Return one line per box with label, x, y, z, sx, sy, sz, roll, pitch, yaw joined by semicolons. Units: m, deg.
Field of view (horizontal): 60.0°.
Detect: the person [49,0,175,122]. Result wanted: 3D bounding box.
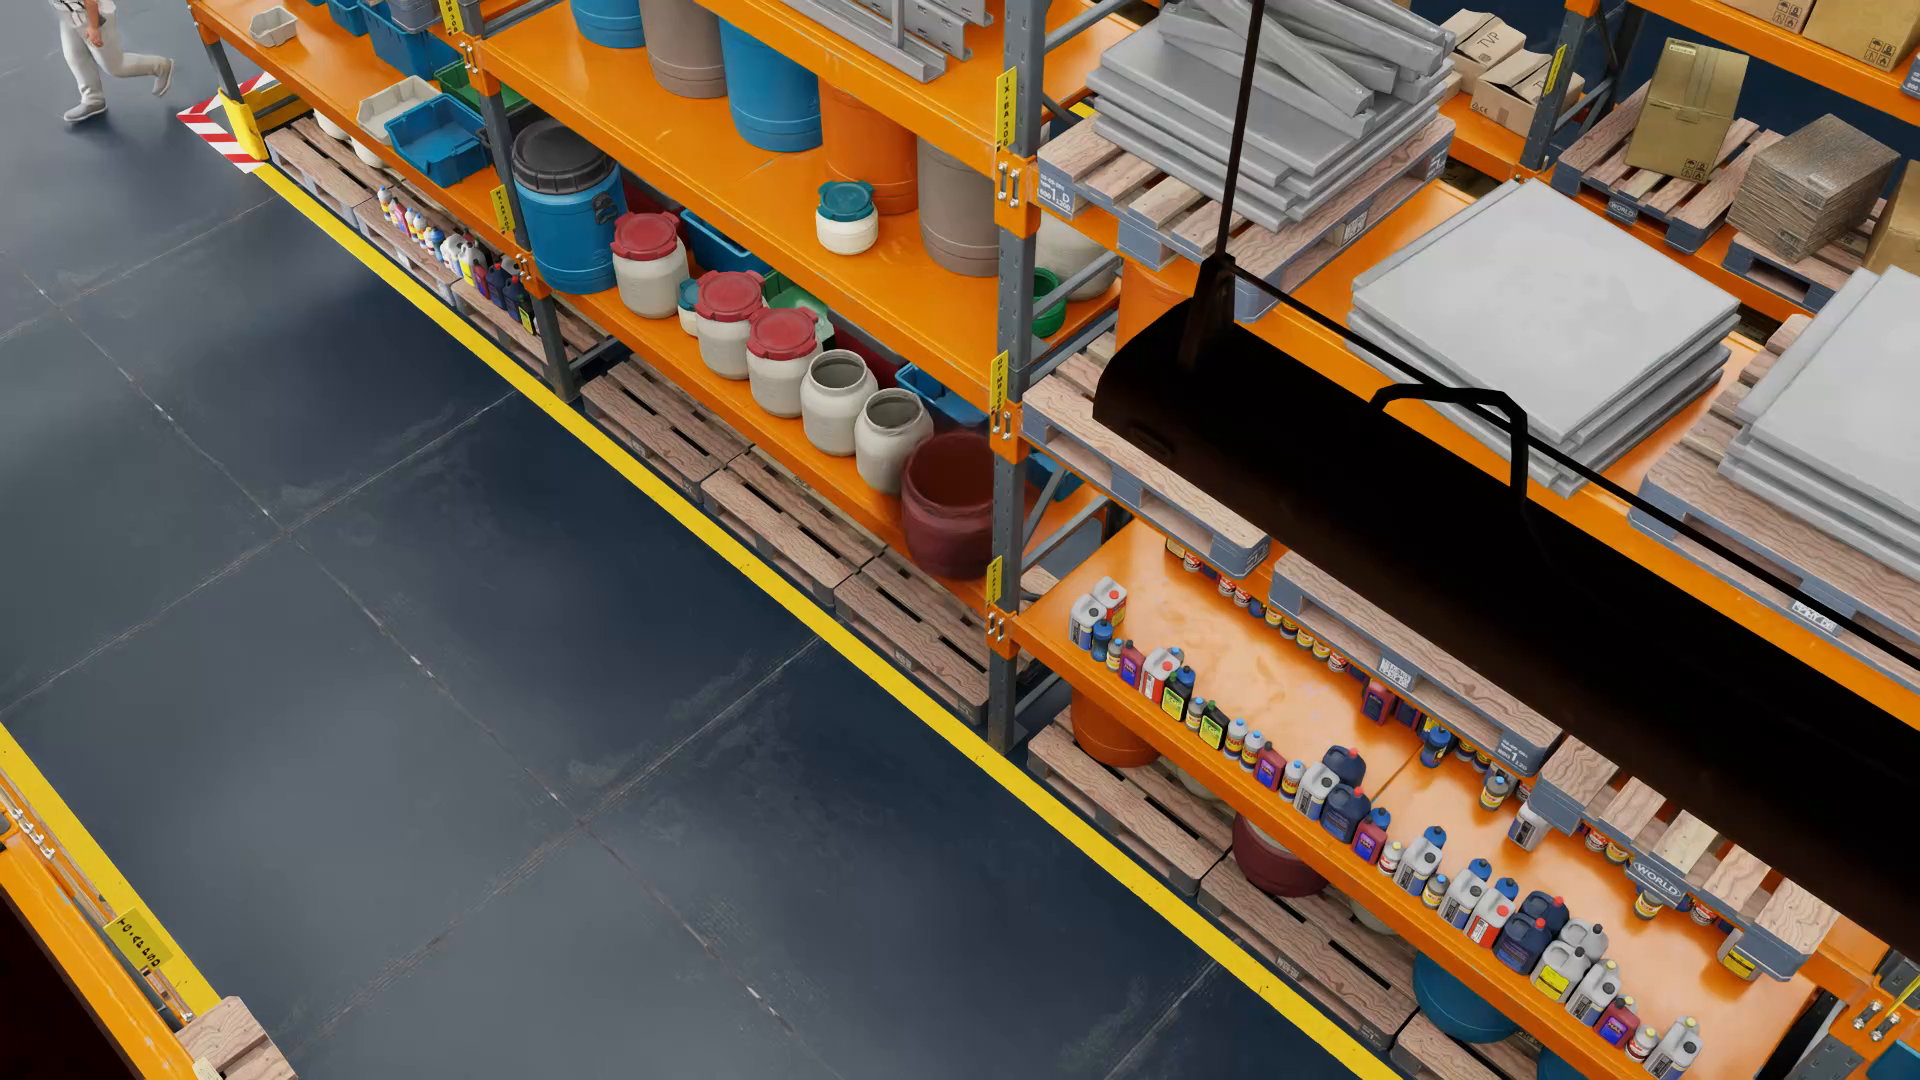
person;-6.640;-4.006;12.600;0.560;1.729;0.866;35;58;26
